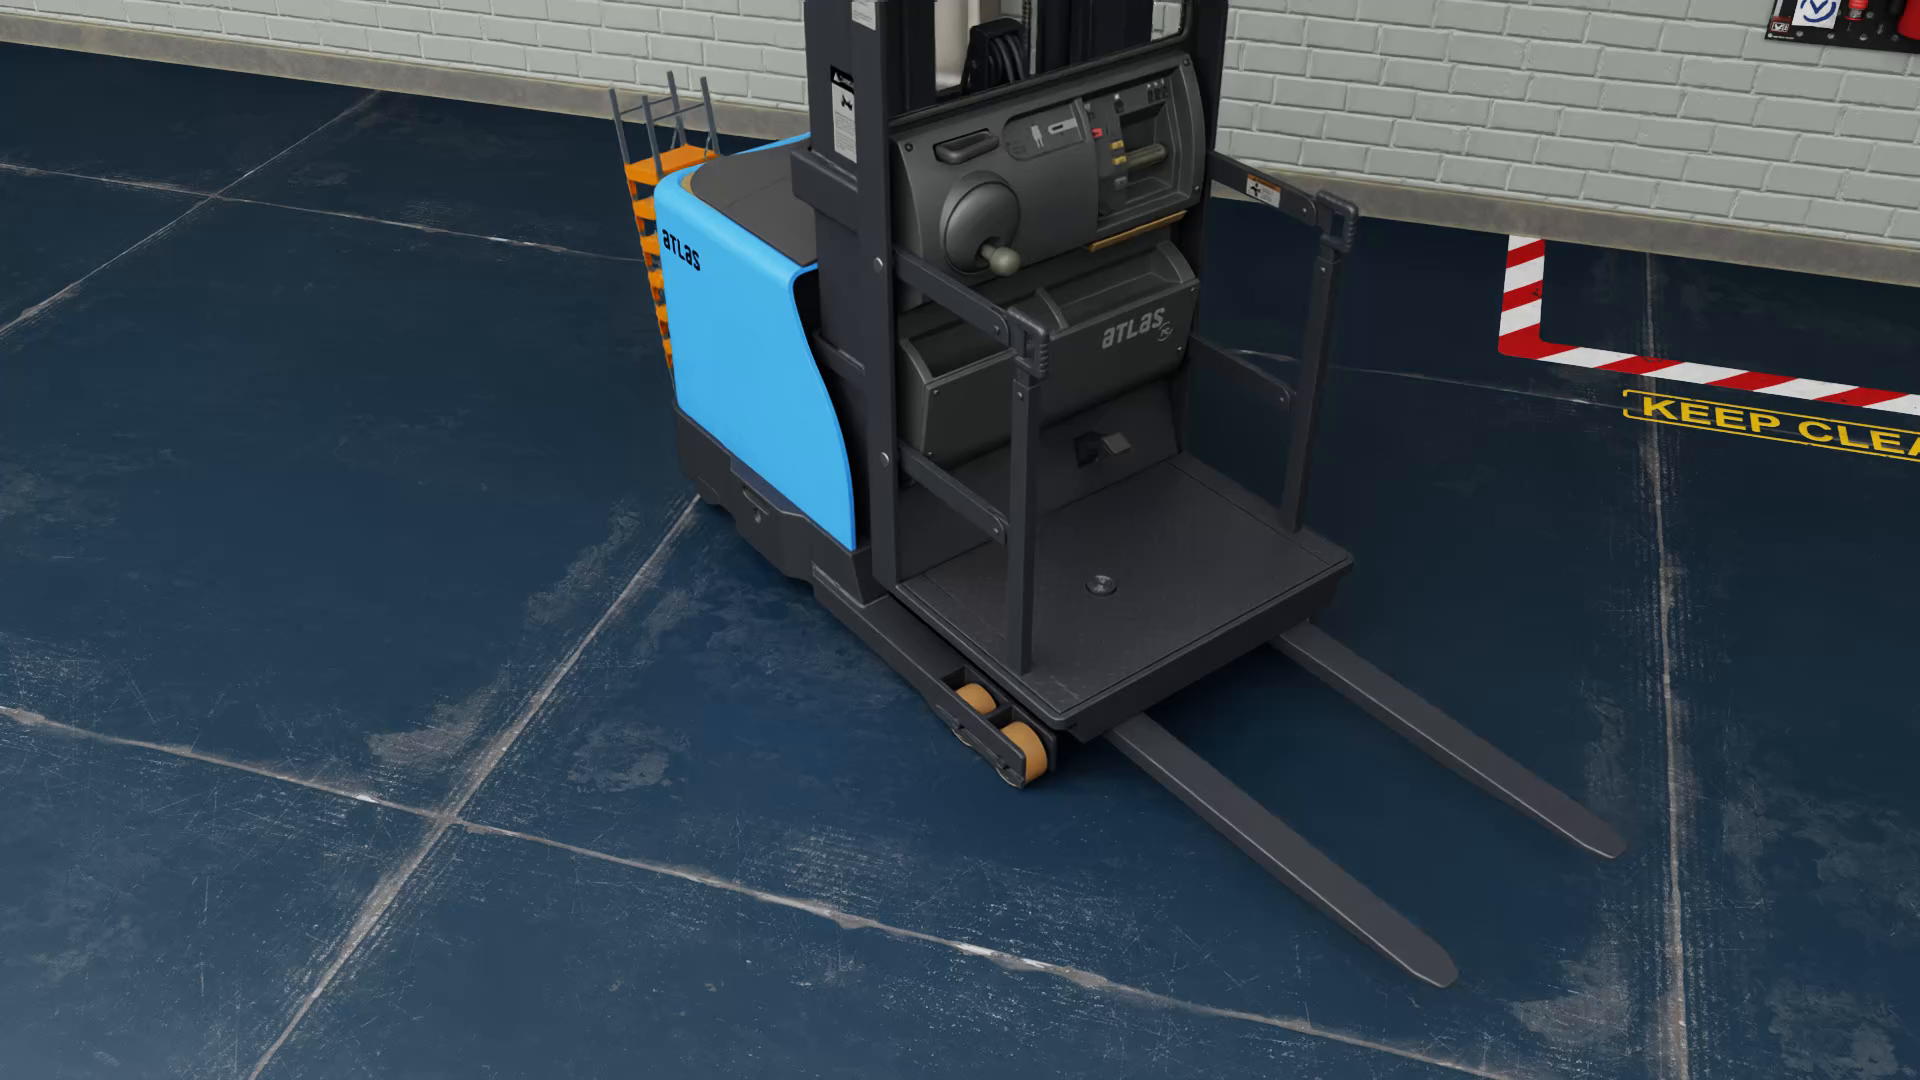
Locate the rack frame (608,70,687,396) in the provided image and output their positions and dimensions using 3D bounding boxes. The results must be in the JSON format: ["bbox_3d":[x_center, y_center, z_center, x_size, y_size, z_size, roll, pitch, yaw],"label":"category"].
[{"bbox_3d":[-0.932,-0.922,5.503,0.240,1.200,0.006,-29,36,-34],"label":"rack frame"}]

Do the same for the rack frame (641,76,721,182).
[{"bbox_3d":[-0.807,-0.869,5.380,0.240,1.200,0.006,-29,36,-34],"label":"rack frame"}]

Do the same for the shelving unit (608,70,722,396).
[{"bbox_3d":[-0.870,-0.895,5.441,0.258,1.200,0.189,-29,36,-34],"label":"shelving unit"}]

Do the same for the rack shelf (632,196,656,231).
[{"bbox_3d":[-0.892,-1.065,5.346,0.258,0.103,0.180,-29,36,-34],"label":"rack shelf"}]

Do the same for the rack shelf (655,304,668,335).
[{"bbox_3d":[-0.851,-0.753,5.522,0.258,0.103,0.180,-29,36,-34],"label":"rack shelf"}]

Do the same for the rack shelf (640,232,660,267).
[{"bbox_3d":[-0.878,-0.961,5.404,0.258,0.103,0.180,-29,36,-34],"label":"rack shelf"}]

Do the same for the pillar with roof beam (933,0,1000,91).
[{"bbox_3d":[-1.346,-2.838,1.514,0.400,9.000,9.100,10,38,14],"label":"pillar with roof beam"}]

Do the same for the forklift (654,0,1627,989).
[{"bbox_3d":[0.377,-0.869,3.958,1.130,2.935,3.031,-25,43,-29],"label":"forklift"}]

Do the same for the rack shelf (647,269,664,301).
[{"bbox_3d":[-0.864,-0.857,5.463,0.258,0.103,0.180,-29,36,-34],"label":"rack shelf"}]

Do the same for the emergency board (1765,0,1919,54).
[{"bbox_3d":[3.318,-2.255,5.784,0.643,1.169,0.194,10,38,14],"label":"emergency board"}]

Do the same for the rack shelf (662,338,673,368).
[{"bbox_3d":[-0.837,-0.649,5.580,0.258,0.103,0.180,-29,36,-34],"label":"rack shelf"}]

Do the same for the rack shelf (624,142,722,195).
[{"bbox_3d":[-0.906,-1.169,5.287,0.258,0.103,0.180,-29,36,-34],"label":"rack shelf"}]

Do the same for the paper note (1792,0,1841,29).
[{"bbox_3d":[3.169,-1.971,6.141,0.142,0.148,0.016,10,38,14],"label":"paper note"}]
